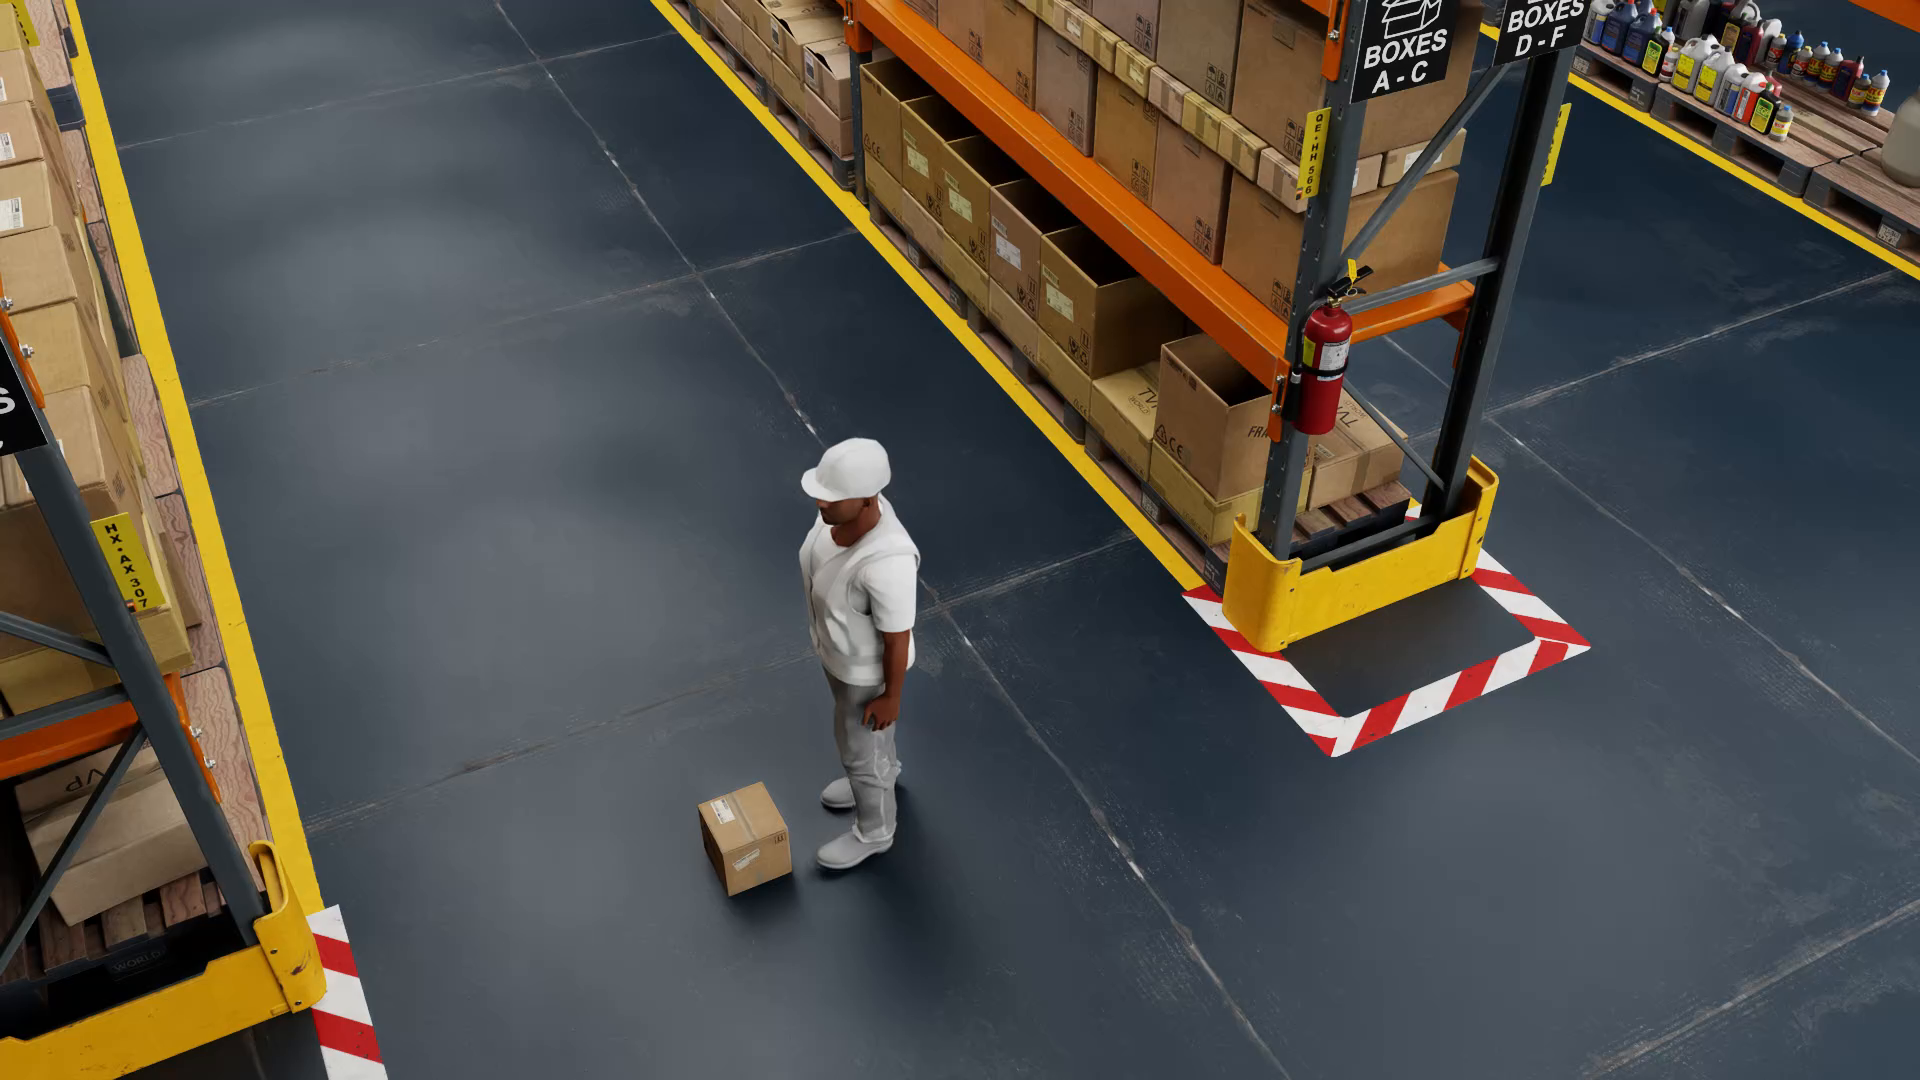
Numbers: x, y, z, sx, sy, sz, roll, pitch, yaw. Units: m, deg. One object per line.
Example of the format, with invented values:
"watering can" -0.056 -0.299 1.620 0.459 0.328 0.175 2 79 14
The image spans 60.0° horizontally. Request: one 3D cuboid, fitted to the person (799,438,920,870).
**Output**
"person" -0.380 0.391 5.692 0.460 1.768 0.566 -18 44 -19
